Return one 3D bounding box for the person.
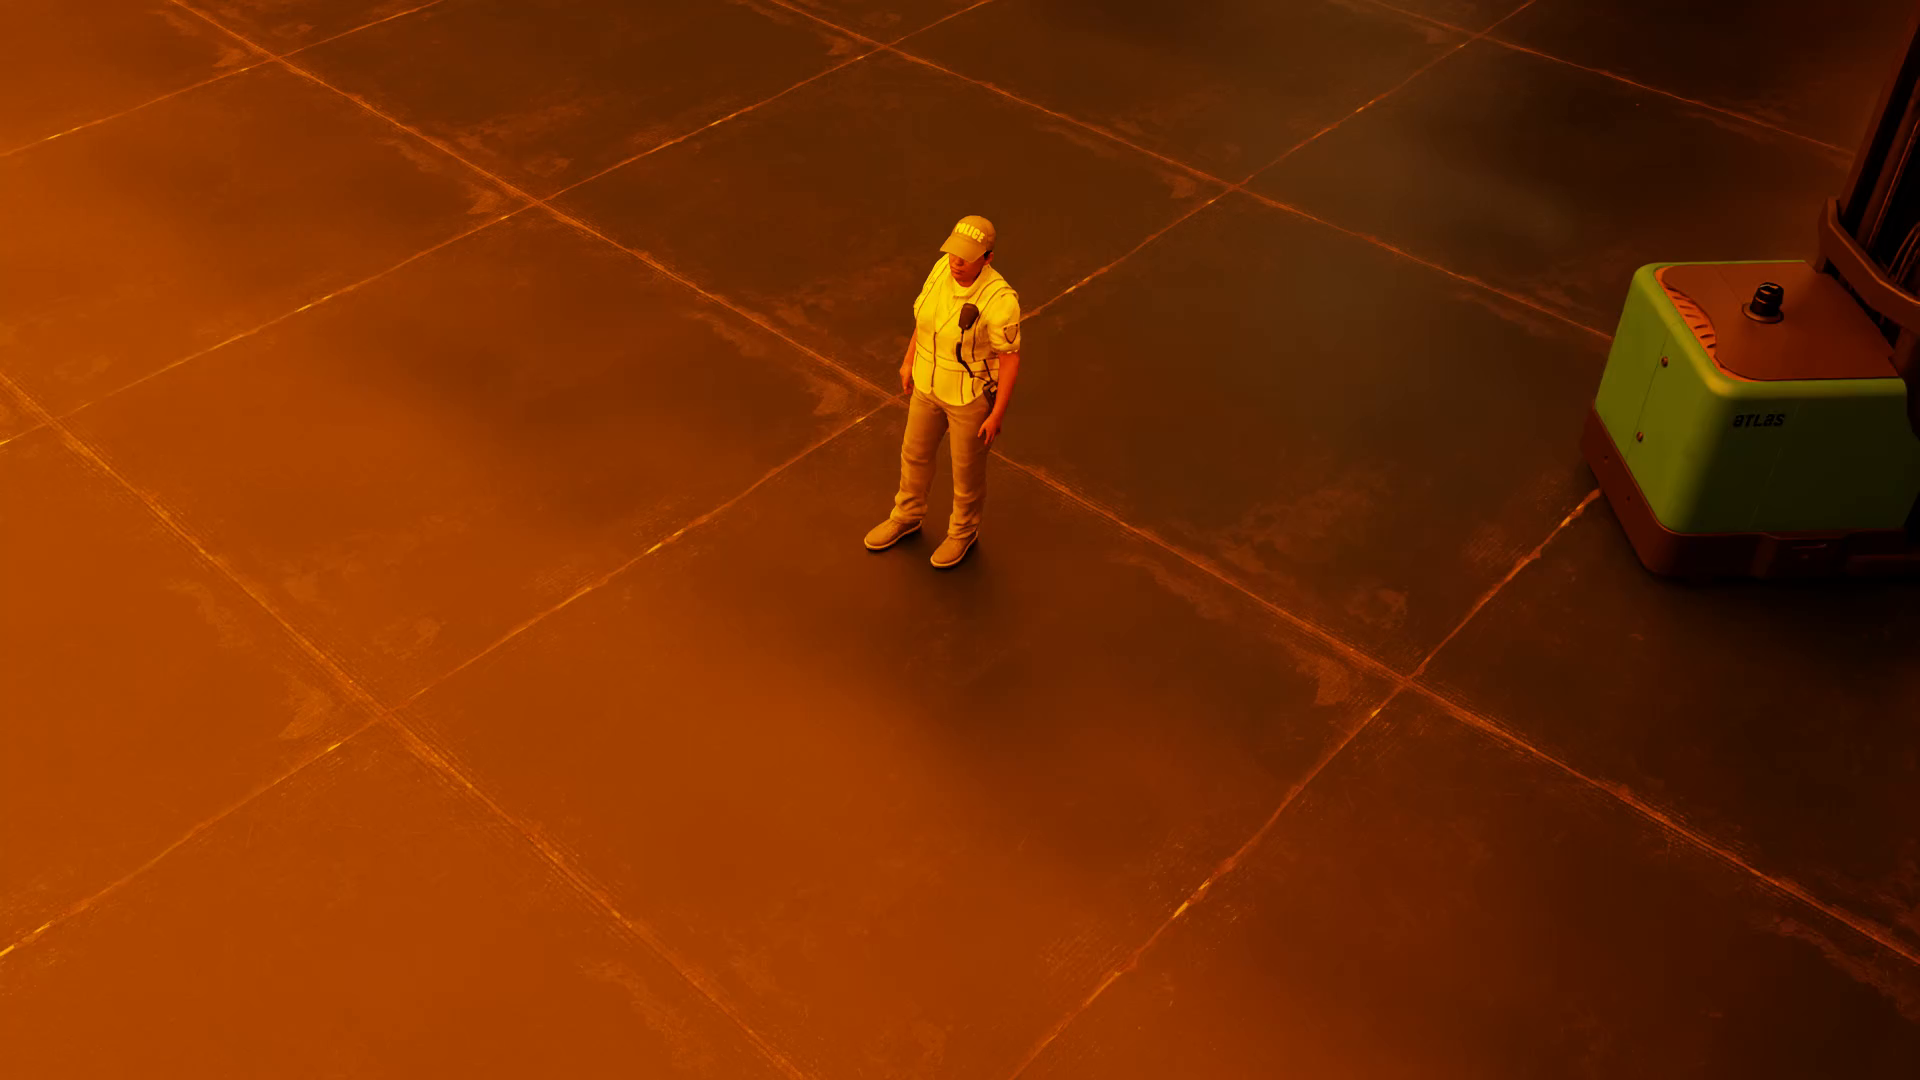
[{"bbox_3d":[-0.069,-0.611,7.101,0.598,1.670,0.529,31,49,31],"label":"person"}]

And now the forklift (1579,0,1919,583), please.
[{"bbox_3d":[4.549,-1.276,6.916,3.031,2.935,1.130,-2,41,-2],"label":"forklift"}]
